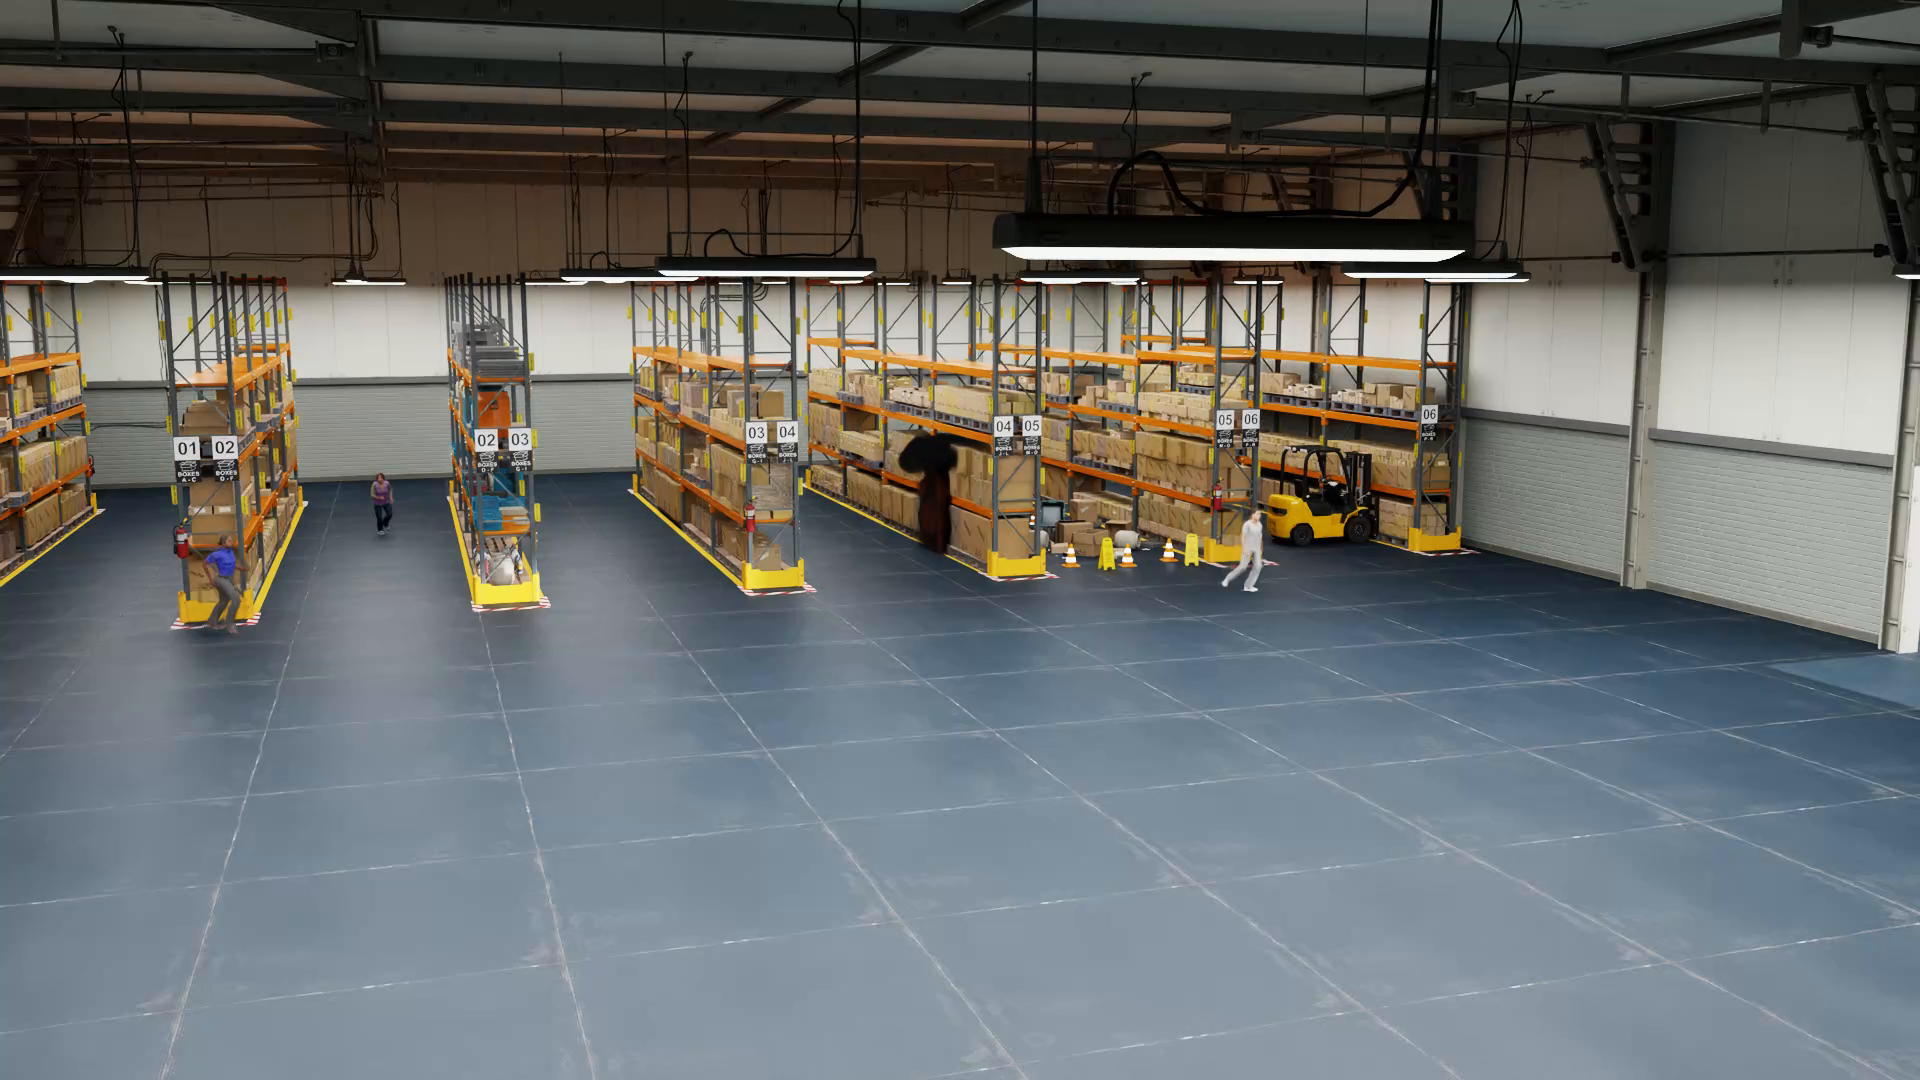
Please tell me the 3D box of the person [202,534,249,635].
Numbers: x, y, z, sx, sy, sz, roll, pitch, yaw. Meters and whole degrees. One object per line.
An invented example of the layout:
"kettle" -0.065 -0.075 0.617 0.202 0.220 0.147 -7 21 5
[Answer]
"person" -12.235 0.748 27.732 0.808 1.699 0.517 0 9 2

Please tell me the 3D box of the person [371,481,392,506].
"person" -13.443 -1.095 38.641 0.534 0.574 0.408 -5 10 -30

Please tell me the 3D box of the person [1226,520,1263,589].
"person" 5.444 0.265 31.572 0.632 1.316 0.534 -4 10 -26
